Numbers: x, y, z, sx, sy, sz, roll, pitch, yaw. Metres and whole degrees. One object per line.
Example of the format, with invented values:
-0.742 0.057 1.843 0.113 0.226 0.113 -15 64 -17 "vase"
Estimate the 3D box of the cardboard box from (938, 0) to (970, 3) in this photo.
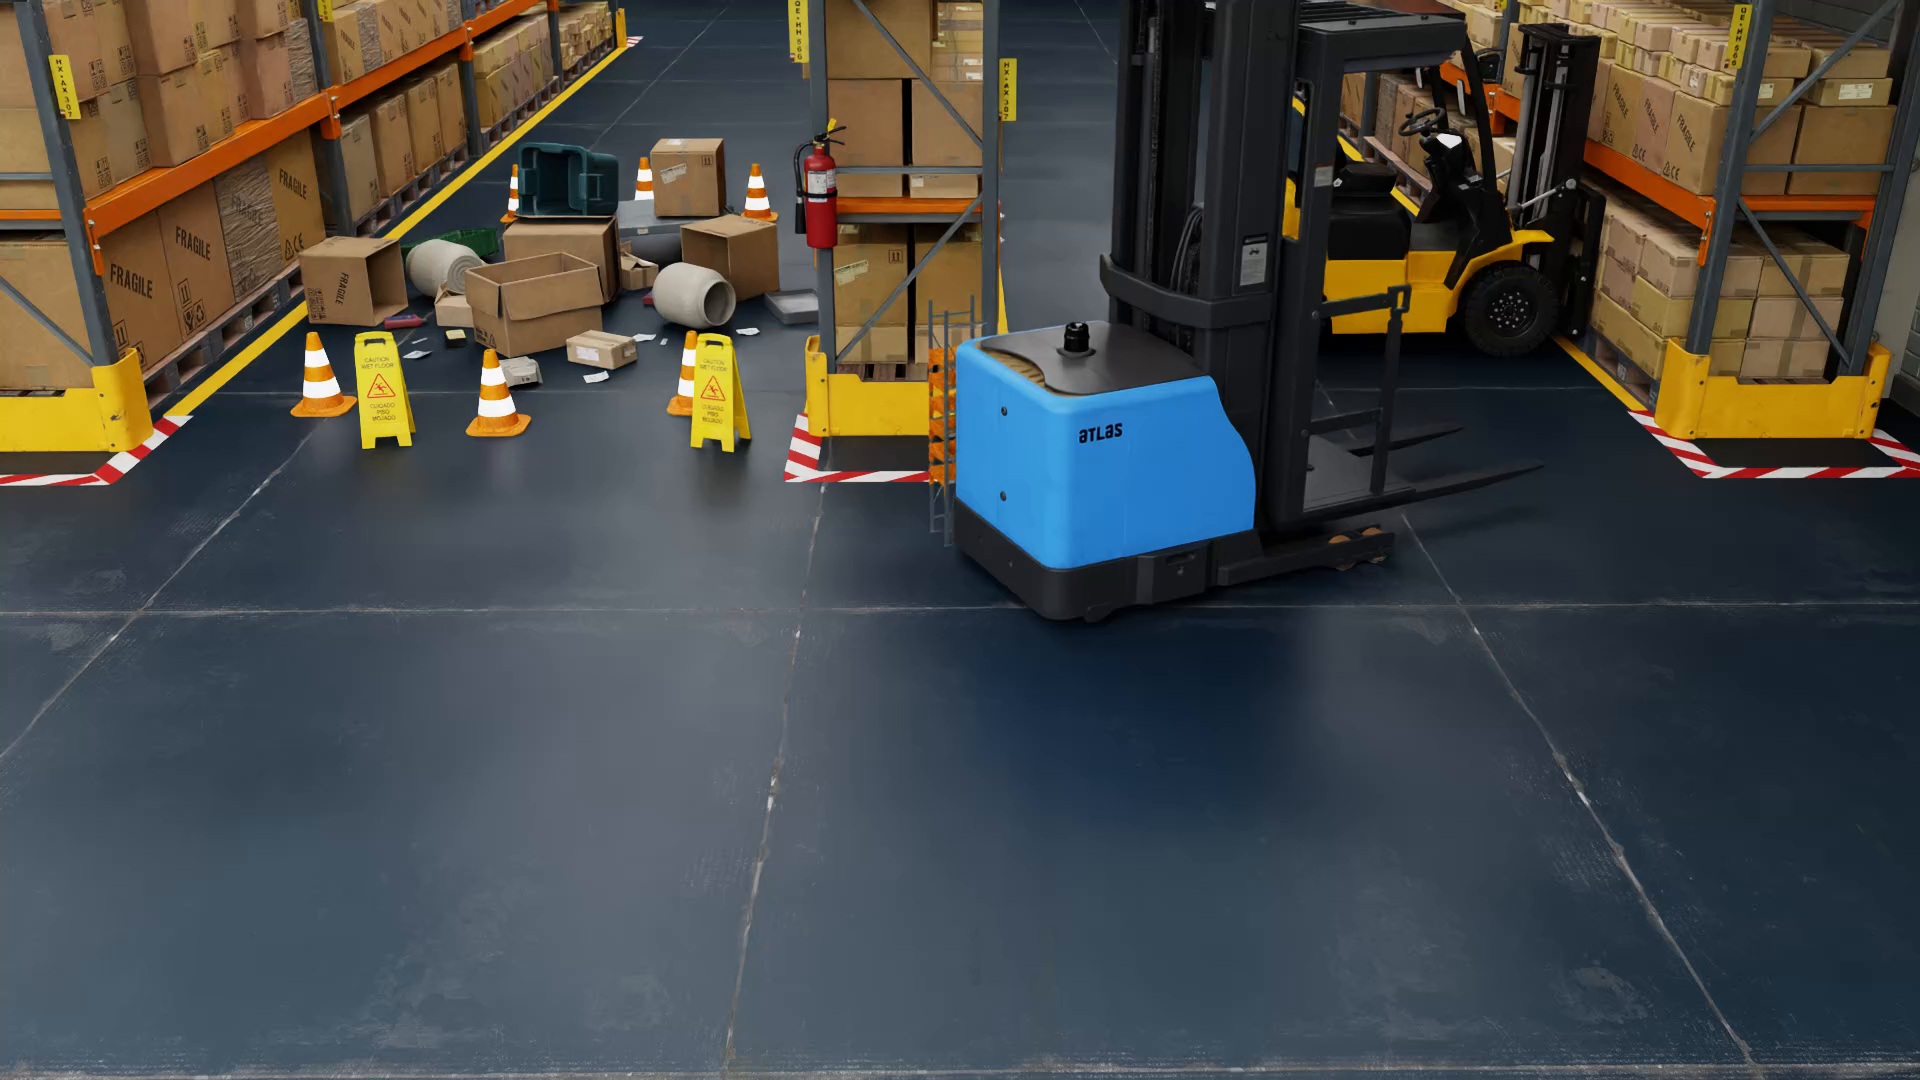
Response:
-0.055 -4.219 12.947 0.500 0.500 0.500 0 24 1 "cardboard box"

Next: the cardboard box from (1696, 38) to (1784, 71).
4.422 -2.753 9.427 0.380 0.149 0.250 0 24 0 "cardboard box"

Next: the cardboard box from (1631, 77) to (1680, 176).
4.406 -2.489 9.992 0.500 0.500 0.500 0 24 1 "cardboard box"

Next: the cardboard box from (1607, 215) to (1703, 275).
4.342 -1.821 10.249 0.500 0.250 0.500 0 24 0 "cardboard box"

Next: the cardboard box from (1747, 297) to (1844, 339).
4.873 -1.389 9.901 0.500 0.250 0.500 0 24 0 "cardboard box"

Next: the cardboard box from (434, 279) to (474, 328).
-3.425 -1.643 11.560 0.396 0.266 0.258 4 25 9 "cardboard box"

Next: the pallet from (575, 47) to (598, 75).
-5.431 -6.395 22.133 1.003 0.211 1.213 0 24 -1 "pallet"

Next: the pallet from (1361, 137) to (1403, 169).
4.553 -3.714 16.207 1.003 0.211 1.213 0 24 -1 "pallet"

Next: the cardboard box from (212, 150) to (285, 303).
-5.334 -2.181 11.500 0.875 0.875 0.875 0 24 0 "cardboard box"

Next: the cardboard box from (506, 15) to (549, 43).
-5.111 -5.973 19.431 0.500 0.250 0.500 -1 24 -2 "cardboard box"

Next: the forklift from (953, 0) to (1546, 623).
1.521 -1.373 7.728 3.031 2.935 1.130 -12 27 -24 "forklift"

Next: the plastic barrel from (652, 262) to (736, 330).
-1.829 -1.675 11.439 0.512 0.421 0.421 19 30 35 "plastic barrel"

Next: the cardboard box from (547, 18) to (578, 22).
-5.197 -6.734 21.726 0.380 0.149 0.250 -1 24 -3 "cardboard box"

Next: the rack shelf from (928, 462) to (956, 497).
-0.002 -0.309 8.167 0.258 0.103 0.180 -11 26 -22 "rack shelf"

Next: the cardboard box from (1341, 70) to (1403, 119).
4.369 -4.756 17.650 0.500 0.500 0.500 -1 24 -1 "cardboard box"

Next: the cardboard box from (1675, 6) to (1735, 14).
4.886 -3.390 10.837 0.380 0.149 0.250 0 24 1 "cardboard box"

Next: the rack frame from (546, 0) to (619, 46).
-5.416 -8.533 23.477 1.000 3.000 0.127 0 24 -1 "rack frame"

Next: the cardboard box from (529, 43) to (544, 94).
-5.107 -5.422 19.122 0.500 0.500 0.500 -1 24 -2 "cardboard box"

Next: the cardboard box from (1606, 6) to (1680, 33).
4.448 -3.387 10.829 0.380 0.149 0.250 0 24 0 "cardboard box"

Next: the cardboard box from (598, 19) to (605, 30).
-5.117 -7.131 22.965 0.380 0.149 0.250 -1 24 -3 "cardboard box"

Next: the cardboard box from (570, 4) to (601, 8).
-5.211 -7.376 23.146 0.380 0.149 0.250 0 24 0 "cardboard box"

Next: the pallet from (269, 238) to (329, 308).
-5.355 -2.004 12.425 1.003 0.211 1.213 0 24 -1 "pallet"

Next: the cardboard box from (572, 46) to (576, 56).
-5.203 -6.356 21.613 0.380 0.149 0.250 -1 24 -3 "cardboard box"

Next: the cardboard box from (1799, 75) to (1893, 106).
4.926 -2.510 9.251 0.380 0.149 0.250 -1 24 -2 "cardboard box"

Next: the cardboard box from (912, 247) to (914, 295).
-0.574 -1.908 11.656 0.500 0.250 0.500 -1 24 -1 "cardboard box"

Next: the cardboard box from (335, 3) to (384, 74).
-5.028 -4.060 13.465 0.500 0.500 0.500 0 24 0 "cardboard box"

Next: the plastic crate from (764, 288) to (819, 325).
-1.139 -1.671 11.848 0.402 0.080 0.583 -9 26 -19 "plastic crate"

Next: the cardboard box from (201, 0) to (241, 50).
-5.325 -3.547 10.961 0.875 0.550 0.550 0 24 -1 "cardboard box"

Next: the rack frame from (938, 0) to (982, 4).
-0.336 -3.652 12.685 1.000 3.000 0.127 0 24 -1 "rack frame"

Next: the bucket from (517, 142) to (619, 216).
-2.978 -2.744 12.804 0.726 0.611 0.620 8 16 18 "bucket"

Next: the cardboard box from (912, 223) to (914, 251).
-0.578 -2.254 11.511 0.500 0.500 0.500 1 24 2 "cardboard box"

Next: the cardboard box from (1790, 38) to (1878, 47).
4.940 -2.754 9.429 0.380 0.149 0.250 1 24 1 "cardboard box"

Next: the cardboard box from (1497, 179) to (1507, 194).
4.324 -2.642 12.671 0.500 0.250 0.500 0 24 -1 "cardboard box"

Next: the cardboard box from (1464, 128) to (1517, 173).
4.610 -3.000 13.616 0.875 0.625 0.625 1 24 2 "cardboard box"

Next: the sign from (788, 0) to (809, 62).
-0.848 -2.681 8.750 0.100 0.325 0.005 0 24 -1 "sign"

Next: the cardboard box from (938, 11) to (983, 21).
-0.070 -3.439 11.732 0.500 0.500 0.500 1 24 1 "cardboard box"

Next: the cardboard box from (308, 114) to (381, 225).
-5.382 -3.010 13.486 1.050 0.750 0.750 0 24 -1 "cardboard box"

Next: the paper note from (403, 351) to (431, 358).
-3.560 -1.223 10.919 0.144 0.017 0.142 8 26 18 "paper note"

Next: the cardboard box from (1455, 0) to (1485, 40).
4.353 -4.249 13.579 0.500 0.250 0.500 -1 24 -2 "cardboard box"

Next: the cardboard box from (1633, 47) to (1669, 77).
4.371 -2.935 10.191 0.380 0.149 0.250 -1 24 -2 "cardboard box"

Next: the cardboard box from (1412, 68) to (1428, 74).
4.889 -4.889 17.156 0.380 0.149 0.250 1 24 2 "cardboard box"

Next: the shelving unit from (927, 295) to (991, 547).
-0.002 -0.568 8.050 0.258 1.200 0.189 -11 26 -22 "shelving unit"

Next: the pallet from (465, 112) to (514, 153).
-5.336 -4.288 17.475 1.003 0.211 1.213 0 24 -1 "pallet"

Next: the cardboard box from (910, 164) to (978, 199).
-0.089 -2.030 9.404 0.380 0.149 0.250 0 24 0 "cardboard box"

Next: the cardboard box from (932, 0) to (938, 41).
-0.490 -3.475 10.597 0.700 0.500 0.500 0 24 -1 "cardboard box"

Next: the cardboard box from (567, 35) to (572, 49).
-5.188 -6.379 21.303 0.380 0.149 0.250 -1 24 -3 "cardboard box"

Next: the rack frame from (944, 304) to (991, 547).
0.036 -0.534 7.974 0.240 1.200 0.006 -11 26 -22 "rack frame"

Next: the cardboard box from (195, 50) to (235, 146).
-5.246 -2.837 10.701 0.875 0.550 0.500 0 24 -1 "cardboard box"

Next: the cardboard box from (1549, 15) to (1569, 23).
4.331 -3.569 11.592 0.380 0.149 0.250 0 24 1 "cardboard box"

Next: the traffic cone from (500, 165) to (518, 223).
-3.790 -2.992 14.304 0.336 0.463 0.334 0 24 -1 "traffic cone"

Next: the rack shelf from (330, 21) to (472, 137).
-5.307 -4.085 14.515 1.077 0.370 4.000 0 24 -1 "rack shelf"

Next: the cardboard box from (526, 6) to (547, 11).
-5.752 -7.262 22.894 0.380 0.149 0.250 0 24 -1 "cardboard box"
